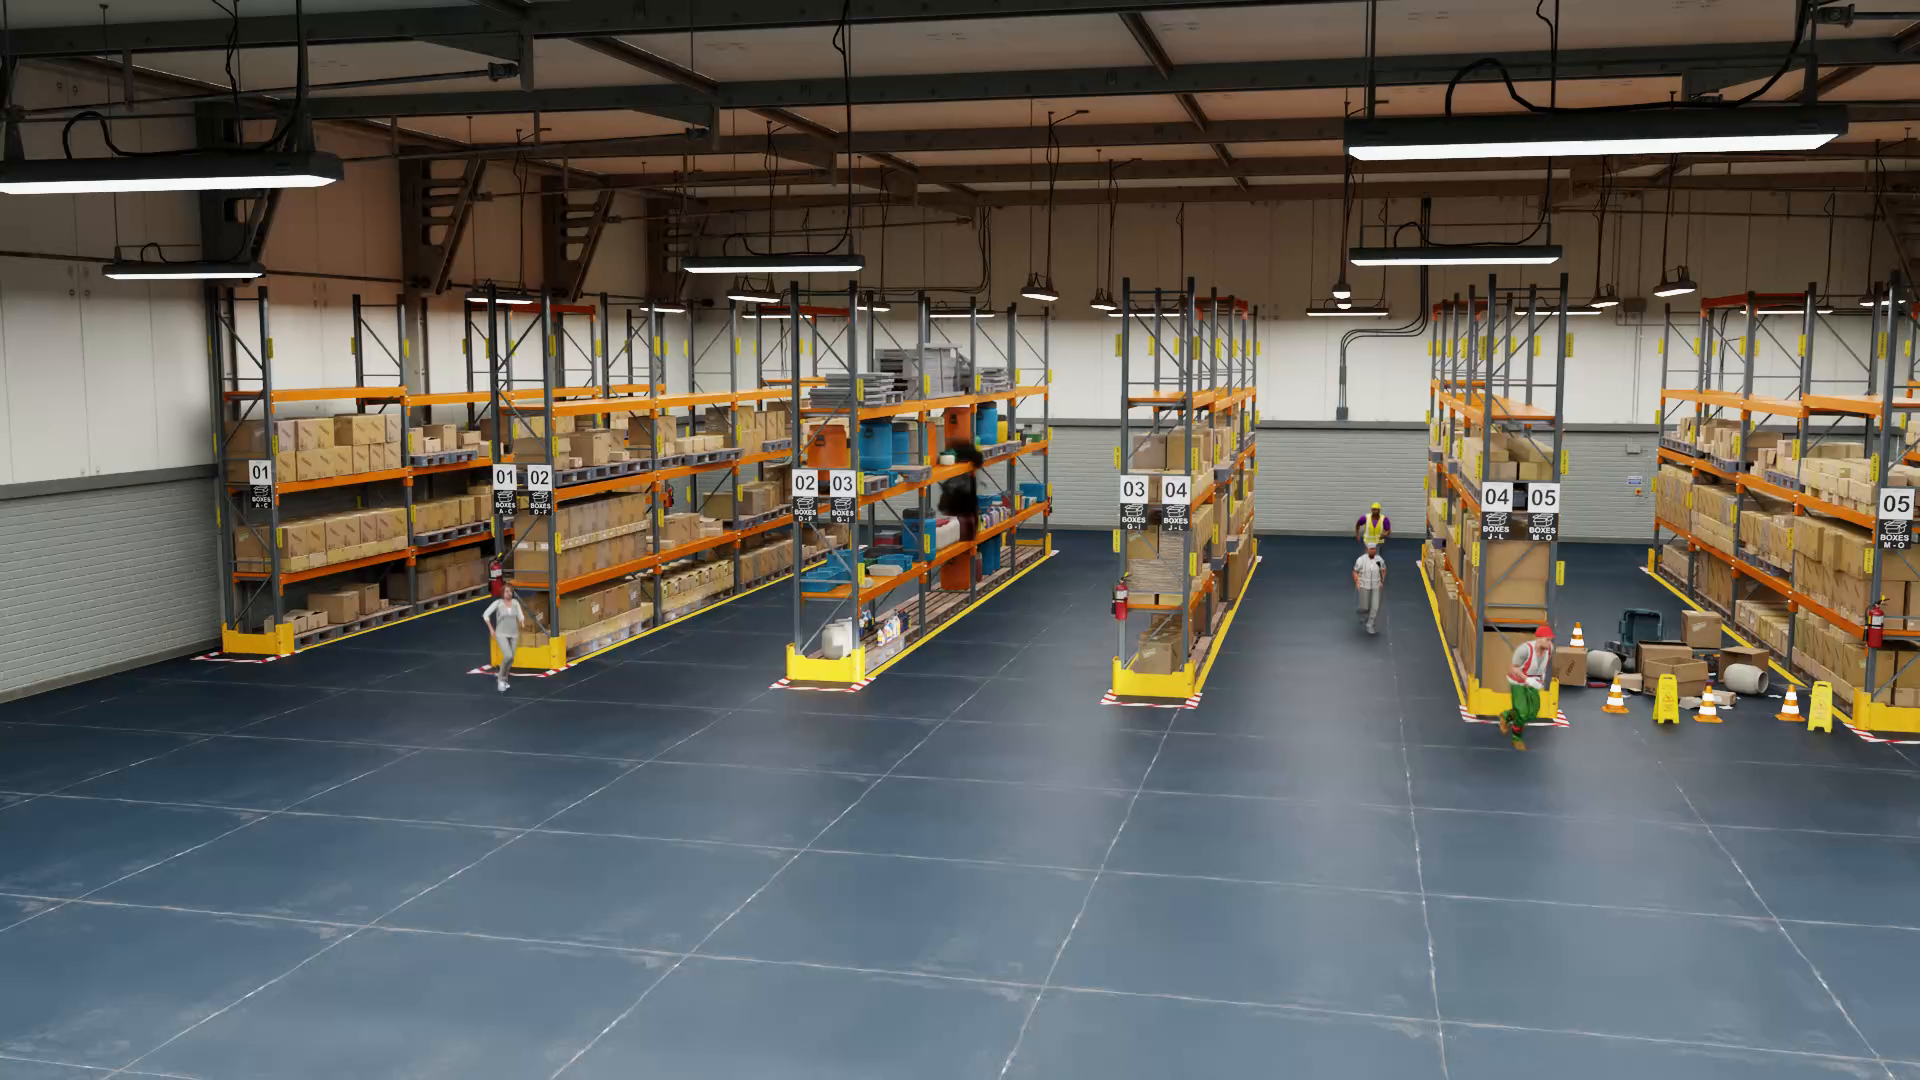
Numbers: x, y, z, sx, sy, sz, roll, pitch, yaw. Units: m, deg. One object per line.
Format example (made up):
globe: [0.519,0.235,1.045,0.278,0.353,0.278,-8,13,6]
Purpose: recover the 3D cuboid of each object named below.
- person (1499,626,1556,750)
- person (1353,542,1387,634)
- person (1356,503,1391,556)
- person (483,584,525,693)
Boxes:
person: [7.122,1.827,20.838,0.677,1.617,0.898,-3,7,-22]
person: [7.261,0.828,29.494,0.593,1.619,0.586,0,7,4]
person: [8.817,0.086,35.473,0.703,1.769,0.714,1,7,7]
person: [-6.607,1.430,24.287,0.534,1.592,0.658,-6,9,-42]
